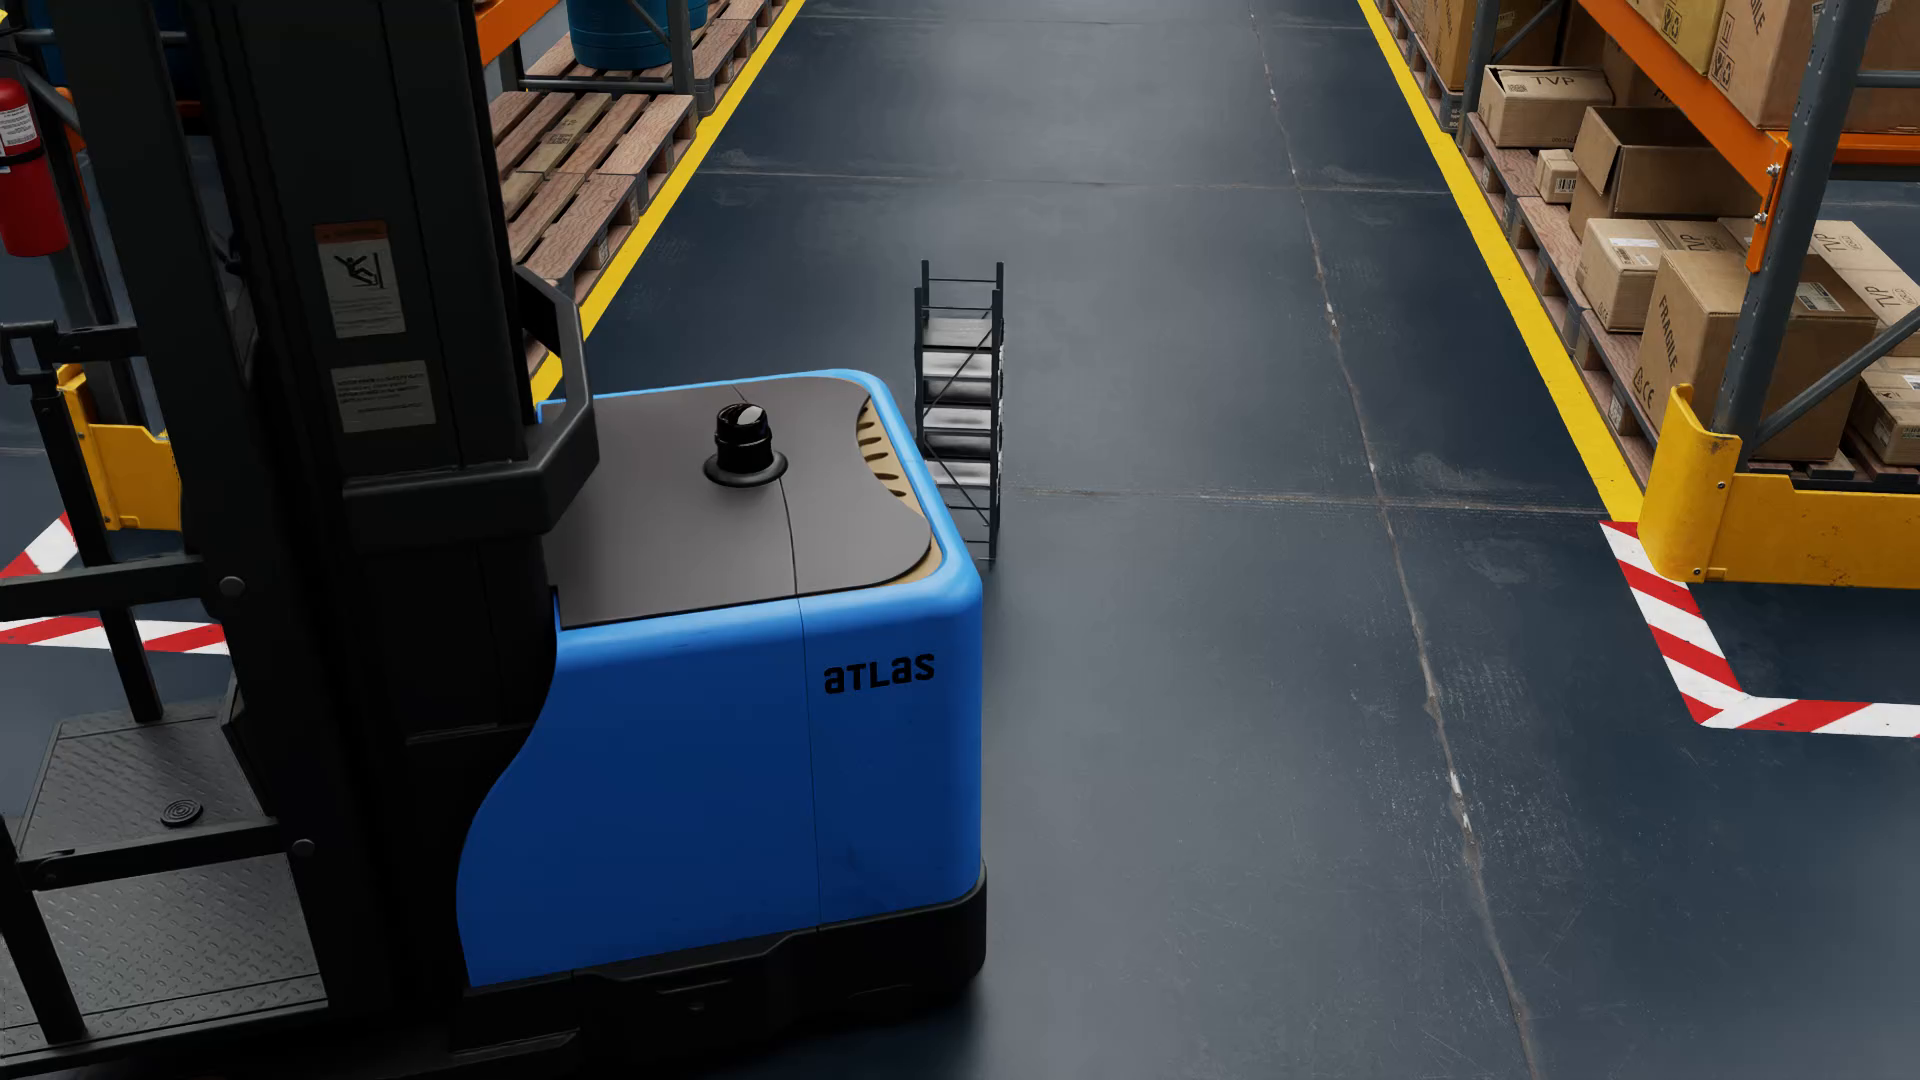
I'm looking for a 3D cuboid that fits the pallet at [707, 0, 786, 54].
[{"bbox_3d":[-1.692,-3.336,10.463,1.003,0.211,1.213,2,32,4],"label":"pallet"}]

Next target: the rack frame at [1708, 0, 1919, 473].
[{"bbox_3d":[2.718,-1.177,4.301,1.000,3.000,0.127,2,32,4],"label":"rack frame"}]

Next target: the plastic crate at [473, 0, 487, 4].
[{"bbox_3d":[-1.707,-1.938,5.730,0.250,0.136,0.298,2,32,4],"label":"plastic crate"}]

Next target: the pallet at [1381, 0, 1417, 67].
[{"bbox_3d":[3.169,-3.148,10.157,1.003,0.211,1.213,2,32,4],"label":"pallet"}]

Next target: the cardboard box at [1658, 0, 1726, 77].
[{"bbox_3d":[2.522,-1.737,5.114,0.500,0.500,0.500,3,32,4],"label":"cardboard box"}]

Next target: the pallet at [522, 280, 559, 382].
[{"bbox_3d":[-2.113,-0.633,6.076,1.003,0.211,1.213,2,32,4],"label":"pallet"}]

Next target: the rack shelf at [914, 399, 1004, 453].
[{"bbox_3d":[-0.001,-0.350,5.025,0.258,0.077,0.200,2,32,4],"label":"rack shelf"}]

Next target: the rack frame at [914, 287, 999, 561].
[{"bbox_3d":[-0.009,-0.326,4.921,0.240,0.900,0.006,2,32,4],"label":"rack frame"}]

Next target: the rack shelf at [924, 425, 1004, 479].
[{"bbox_3d":[-0.001,-0.274,5.072,0.258,0.077,0.200,2,32,4],"label":"rack shelf"}]

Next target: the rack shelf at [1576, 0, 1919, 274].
[{"bbox_3d":[2.881,-1.917,6.187,1.077,0.370,4.000,2,32,4],"label":"rack shelf"}]

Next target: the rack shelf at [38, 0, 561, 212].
[{"bbox_3d":[-2.056,-2.130,6.533,1.077,0.370,4.000,2,32,4],"label":"rack shelf"}]

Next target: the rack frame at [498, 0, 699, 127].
[{"bbox_3d":[-1.893,-3.482,8.041,1.000,3.000,0.127,2,32,4],"label":"rack frame"}]

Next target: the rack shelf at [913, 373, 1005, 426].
[{"bbox_3d":[-0.001,-0.427,4.977,0.258,0.077,0.200,2,32,4],"label":"rack shelf"}]

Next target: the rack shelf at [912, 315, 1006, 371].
[{"bbox_3d":[-0.001,-0.580,4.883,0.258,0.077,0.200,2,32,4],"label":"rack shelf"}]

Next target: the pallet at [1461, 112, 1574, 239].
[{"bbox_3d":[2.987,-1.722,7.844,1.003,0.211,1.213,2,32,4],"label":"pallet"}]

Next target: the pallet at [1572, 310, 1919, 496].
[{"bbox_3d":[2.788,-0.446,5.774,1.003,0.211,1.213,2,32,4],"label":"pallet"}]

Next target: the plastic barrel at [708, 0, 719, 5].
[{"bbox_3d":[-1.639,-3.547,10.118,0.421,0.512,0.421,0,32,0],"label":"plastic barrel"}]

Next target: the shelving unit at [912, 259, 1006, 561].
[{"bbox_3d":[-0.001,-0.379,5.007,0.258,0.900,0.210,2,32,4],"label":"shelving unit"}]

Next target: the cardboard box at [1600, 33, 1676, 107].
[{"bbox_3d":[3.280,-2.082,7.732,0.500,0.500,0.500,2,32,4],"label":"cardboard box"}]

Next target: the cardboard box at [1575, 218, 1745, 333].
[{"bbox_3d":[2.624,-0.984,6.189,0.500,0.250,0.500,2,32,4],"label":"cardboard box"}]

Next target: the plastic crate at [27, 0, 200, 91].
[{"bbox_3d":[-2.378,-1.614,4.919,0.616,0.435,0.499,2,32,4],"label":"plastic crate"}]

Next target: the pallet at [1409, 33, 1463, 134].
[{"bbox_3d":[3.072,-2.508,9.119,1.003,0.211,1.213,2,32,4],"label":"pallet"}]

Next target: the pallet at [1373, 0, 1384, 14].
[{"bbox_3d":[3.271,-3.784,11.190,1.003,0.211,1.213,2,32,4],"label":"pallet"}]

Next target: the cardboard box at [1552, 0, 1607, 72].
[{"bbox_3d":[3.326,-2.634,8.629,0.500,0.500,0.500,1,32,2],"label":"cardboard box"}]

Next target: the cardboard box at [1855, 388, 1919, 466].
[{"bbox_3d":[3.094,-0.355,5.265,0.380,0.149,0.250,2,32,4],"label":"cardboard box"}]

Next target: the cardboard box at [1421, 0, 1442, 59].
[{"bbox_3d":[2.847,-2.920,9.093,0.500,0.500,0.500,3,32,4],"label":"cardboard box"}]

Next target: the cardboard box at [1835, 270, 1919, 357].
[{"bbox_3d":[3.085,-0.727,5.773,0.500,0.250,0.500,2,32,4],"label":"cardboard box"}]

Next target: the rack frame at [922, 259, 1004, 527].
[{"bbox_3d":[0.008,-0.432,5.093,0.240,0.900,0.006,2,32,4],"label":"rack frame"}]

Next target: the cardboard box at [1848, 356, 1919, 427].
[{"bbox_3d":[3.115,-0.493,5.472,0.380,0.166,0.250,2,32,4],"label":"cardboard box"}]

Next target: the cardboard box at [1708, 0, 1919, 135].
[{"bbox_3d":[2.483,-1.465,4.674,0.500,0.500,0.500,3,32,5],"label":"cardboard box"}]

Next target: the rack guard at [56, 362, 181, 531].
[{"bbox_3d":[-2.208,-0.313,5.282,1.175,0.500,0.348,2,32,4],"label":"rack guard"}]

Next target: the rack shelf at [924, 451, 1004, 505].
[{"bbox_3d":[-0.001,-0.197,5.119,0.258,0.077,0.200,2,32,4],"label":"rack shelf"}]

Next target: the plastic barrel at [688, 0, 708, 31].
[{"bbox_3d":[-1.774,-3.422,9.543,0.600,0.901,0.708,2,32,4],"label":"plastic barrel"}]

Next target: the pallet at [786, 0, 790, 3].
[{"bbox_3d":[-1.590,-3.973,11.495,1.003,0.211,1.213,2,32,4],"label":"pallet"}]

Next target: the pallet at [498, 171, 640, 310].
[{"bbox_3d":[-2.011,-1.269,7.108,1.003,0.211,1.213,2,32,4],"label":"pallet"}]

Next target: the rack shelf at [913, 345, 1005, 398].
[{"bbox_3d":[-0.001,-0.504,4.930,0.258,0.077,0.200,2,32,4],"label":"rack shelf"}]

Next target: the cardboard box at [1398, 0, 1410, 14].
[{"bbox_3d":[2.927,-3.448,9.950,0.500,0.500,0.500,1,32,2],"label":"cardboard box"}]

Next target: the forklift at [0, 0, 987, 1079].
[{"bbox_3d":[-1.518,-0.311,2.960,3.031,2.935,1.130,-8,32,-12],"label":"forklift"}]

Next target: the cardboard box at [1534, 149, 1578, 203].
[{"bbox_3d":[2.733,-1.587,7.247,0.380,0.166,0.250,2,32,4],"label":"cardboard box"}]

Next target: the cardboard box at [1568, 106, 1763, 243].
[{"bbox_3d":[2.896,-1.411,6.640,0.797,0.503,0.637,2,32,4],"label":"cardboard box"}]

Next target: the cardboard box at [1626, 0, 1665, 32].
[{"bbox_3d":[2.568,-1.998,5.537,0.500,0.500,0.500,3,32,4],"label":"cardboard box"}]

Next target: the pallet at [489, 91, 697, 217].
[{"bbox_3d":[-1.914,-1.909,8.146,1.003,0.211,1.213,2,32,4],"label":"pallet"}]

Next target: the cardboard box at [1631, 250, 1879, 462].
[{"bbox_3d":[2.516,-0.595,5.320,0.500,0.500,0.500,2,32,4],"label":"cardboard box"}]

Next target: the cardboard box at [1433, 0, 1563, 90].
[{"bbox_3d":[2.798,-2.662,8.674,0.500,0.500,0.500,2,32,4],"label":"cardboard box"}]

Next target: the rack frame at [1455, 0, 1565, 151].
[{"bbox_3d":[3.043,-3.269,7.695,1.000,3.000,0.127,2,32,4],"label":"rack frame"}]

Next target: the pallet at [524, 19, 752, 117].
[{"bbox_3d":[-1.789,-2.697,9.425,1.003,0.211,1.213,2,32,4],"label":"pallet"}]

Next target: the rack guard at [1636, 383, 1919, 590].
[{"bbox_3d":[2.724,-0.153,5.021,1.175,0.500,0.348,2,32,4],"label":"rack guard"}]

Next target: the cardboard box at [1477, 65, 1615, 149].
[{"bbox_3d":[2.794,-2.101,7.944,0.500,0.311,0.500,2,32,4],"label":"cardboard box"}]

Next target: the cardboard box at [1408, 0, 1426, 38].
[{"bbox_3d":[2.888,-3.182,9.518,0.500,0.500,0.500,3,32,5],"label":"cardboard box"}]

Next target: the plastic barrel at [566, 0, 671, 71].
[{"bbox_3d":[-1.832,-3.051,8.942,0.600,0.901,0.708,2,32,4],"label":"plastic barrel"}]

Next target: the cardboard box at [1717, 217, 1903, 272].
[{"bbox_3d":[3.126,-0.989,6.197,0.500,0.250,0.500,2,32,4],"label":"cardboard box"}]

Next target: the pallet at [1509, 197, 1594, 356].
[{"bbox_3d":[2.890,-1.083,6.806,1.003,0.211,1.213,2,32,4],"label":"pallet"}]

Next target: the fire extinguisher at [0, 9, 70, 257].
[{"bbox_3d":[-2.684,-1.139,4.669,0.296,0.674,0.183,2,32,4],"label":"fire extinguisher"}]

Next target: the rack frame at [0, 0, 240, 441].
[{"bbox_3d":[-2.219,-1.391,4.647,1.000,3.000,0.127,2,32,4],"label":"rack frame"}]
